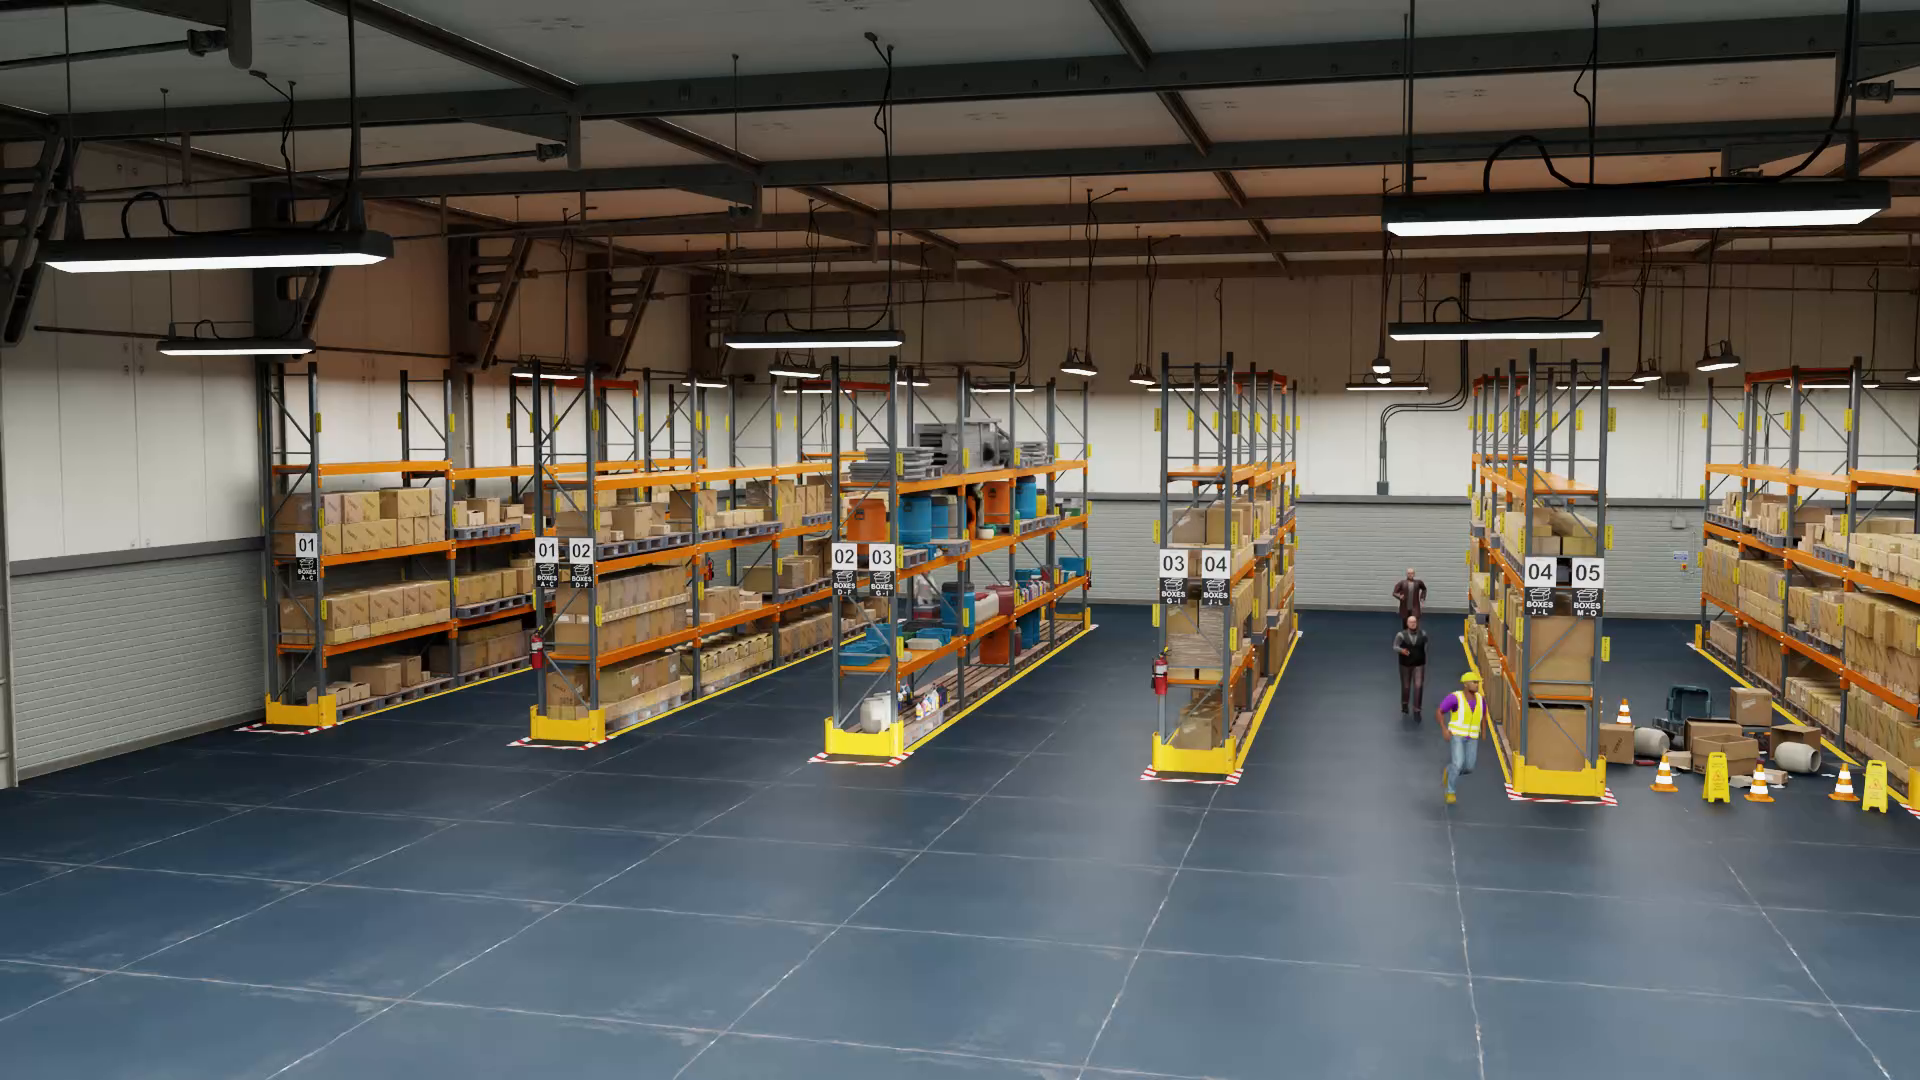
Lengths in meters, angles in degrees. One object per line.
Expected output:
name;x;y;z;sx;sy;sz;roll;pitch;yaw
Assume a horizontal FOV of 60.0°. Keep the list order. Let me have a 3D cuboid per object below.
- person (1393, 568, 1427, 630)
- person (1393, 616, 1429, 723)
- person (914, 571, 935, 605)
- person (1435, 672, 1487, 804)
person;9.912;1.516;36.667;0.724;1.786;1.058;1;4;15
person;7.642;2.154;28.189;0.610;1.750;0.889;1;4;13
person;-0.838;1.429;39.365;0.510;1.646;0.733;0;4;0
person;6.692;2.609;22.179;0.746;1.704;0.597;-1;4;-12
